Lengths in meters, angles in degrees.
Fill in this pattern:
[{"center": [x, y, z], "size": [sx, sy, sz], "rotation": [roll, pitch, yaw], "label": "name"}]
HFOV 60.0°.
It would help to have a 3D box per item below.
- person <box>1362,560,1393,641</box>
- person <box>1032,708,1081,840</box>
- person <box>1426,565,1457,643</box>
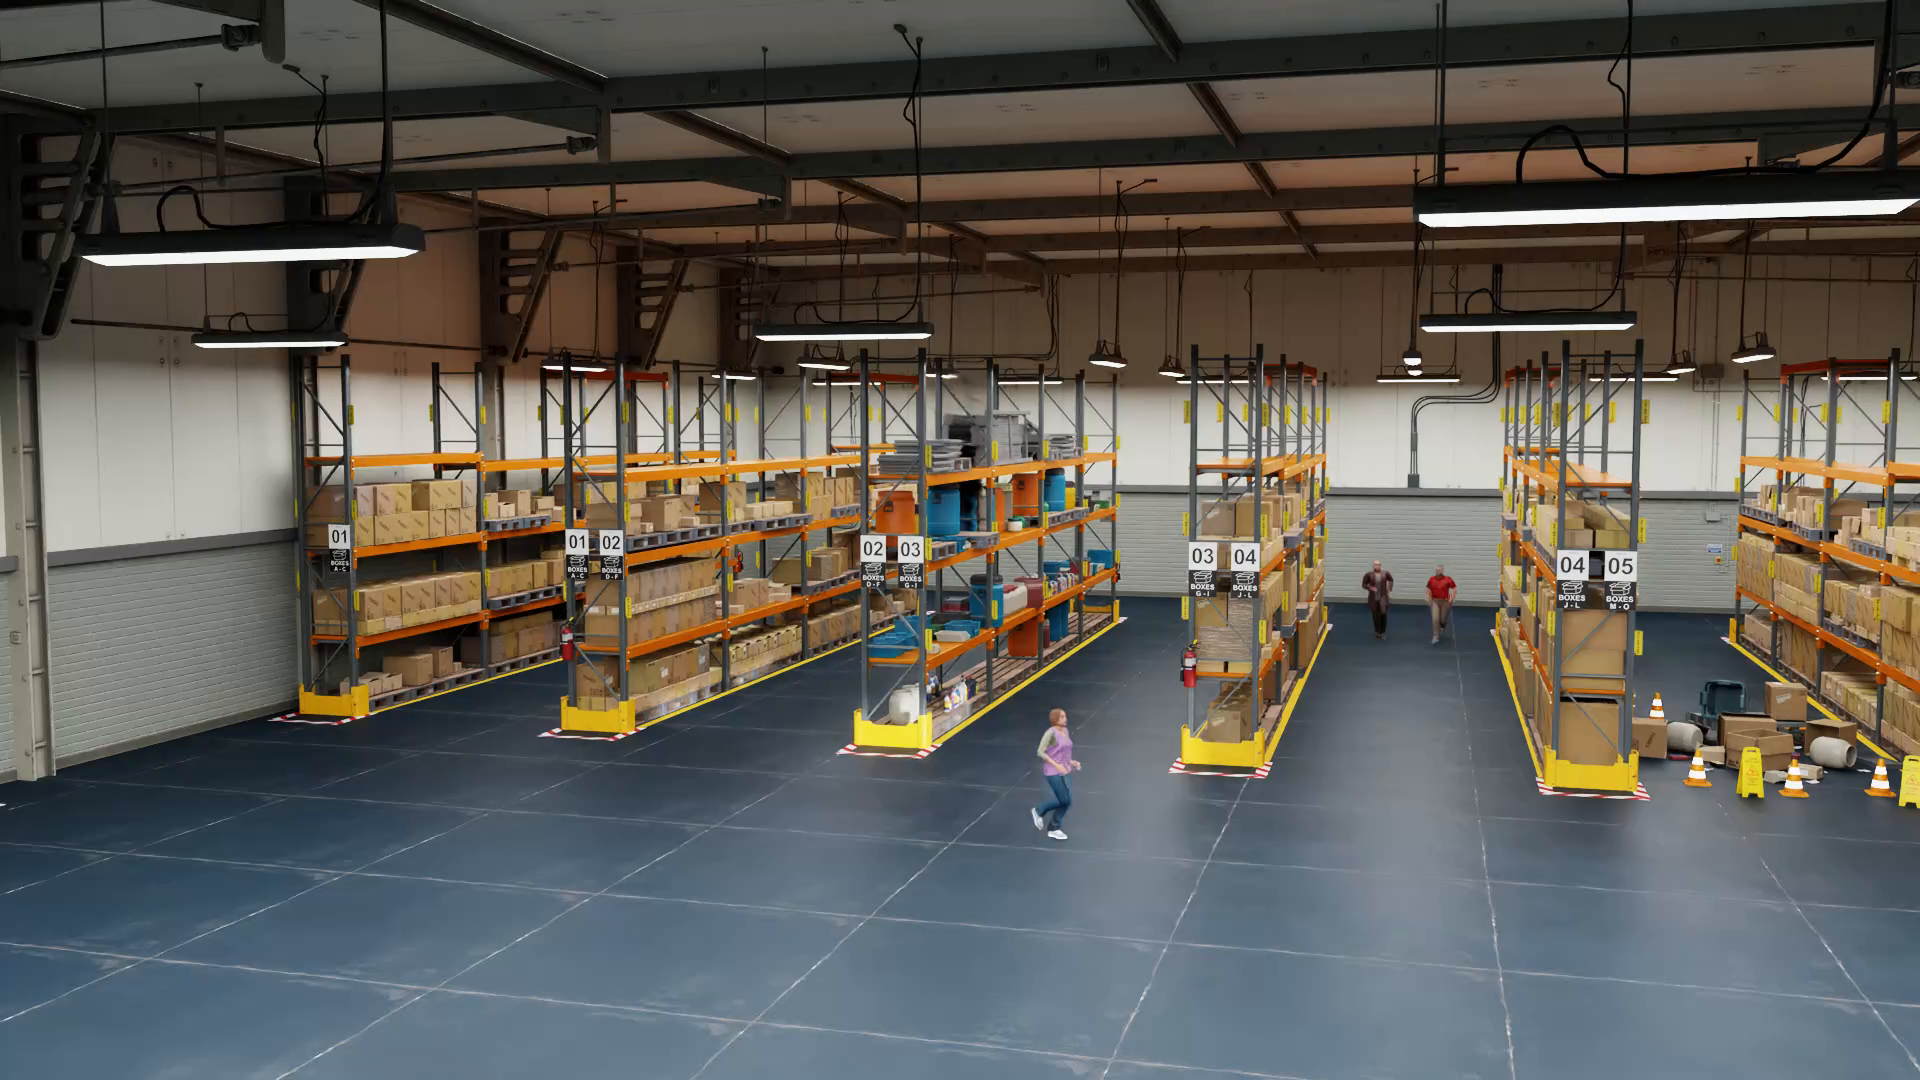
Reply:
[{"center": [9.330, 1.352, 37.176], "size": [0.683, 1.826, 0.768], "rotation": [1, 4, 14], "label": "person"}, {"center": [1.127, 2.752, 19.663], "size": [0.532, 1.553, 0.523], "rotation": [3, 5, 36], "label": "person"}, {"center": [10.652, 1.410, 36.795], "size": [0.679, 1.717, 0.673], "rotation": [2, 5, 27], "label": "person"}]
